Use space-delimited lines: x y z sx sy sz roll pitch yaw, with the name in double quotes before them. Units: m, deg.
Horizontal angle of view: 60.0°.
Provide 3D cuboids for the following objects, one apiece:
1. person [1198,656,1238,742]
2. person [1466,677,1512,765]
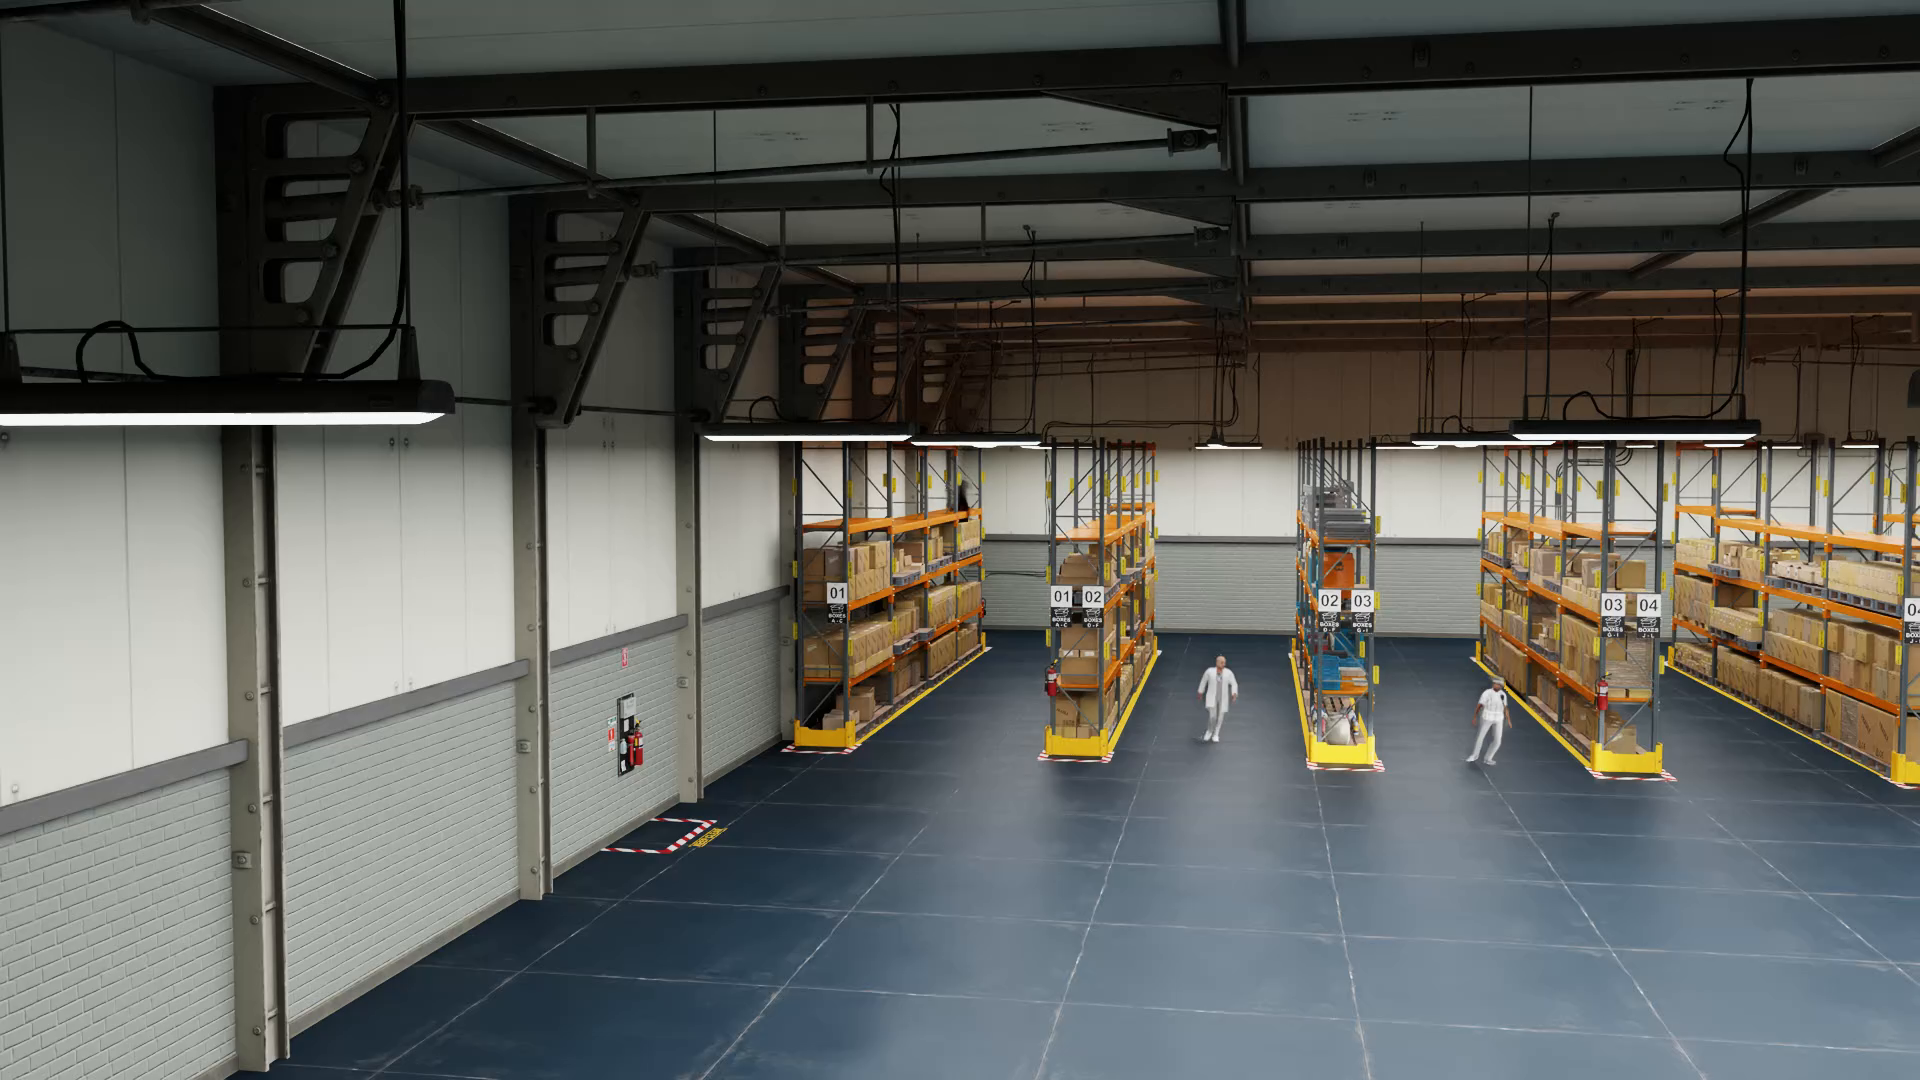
"person" 5.066 3.121 32.531 0.704 1.723 0.823 0 3 -4
"person" 9.690 3.301 30.502 0.742 1.618 0.496 0 3 -1
